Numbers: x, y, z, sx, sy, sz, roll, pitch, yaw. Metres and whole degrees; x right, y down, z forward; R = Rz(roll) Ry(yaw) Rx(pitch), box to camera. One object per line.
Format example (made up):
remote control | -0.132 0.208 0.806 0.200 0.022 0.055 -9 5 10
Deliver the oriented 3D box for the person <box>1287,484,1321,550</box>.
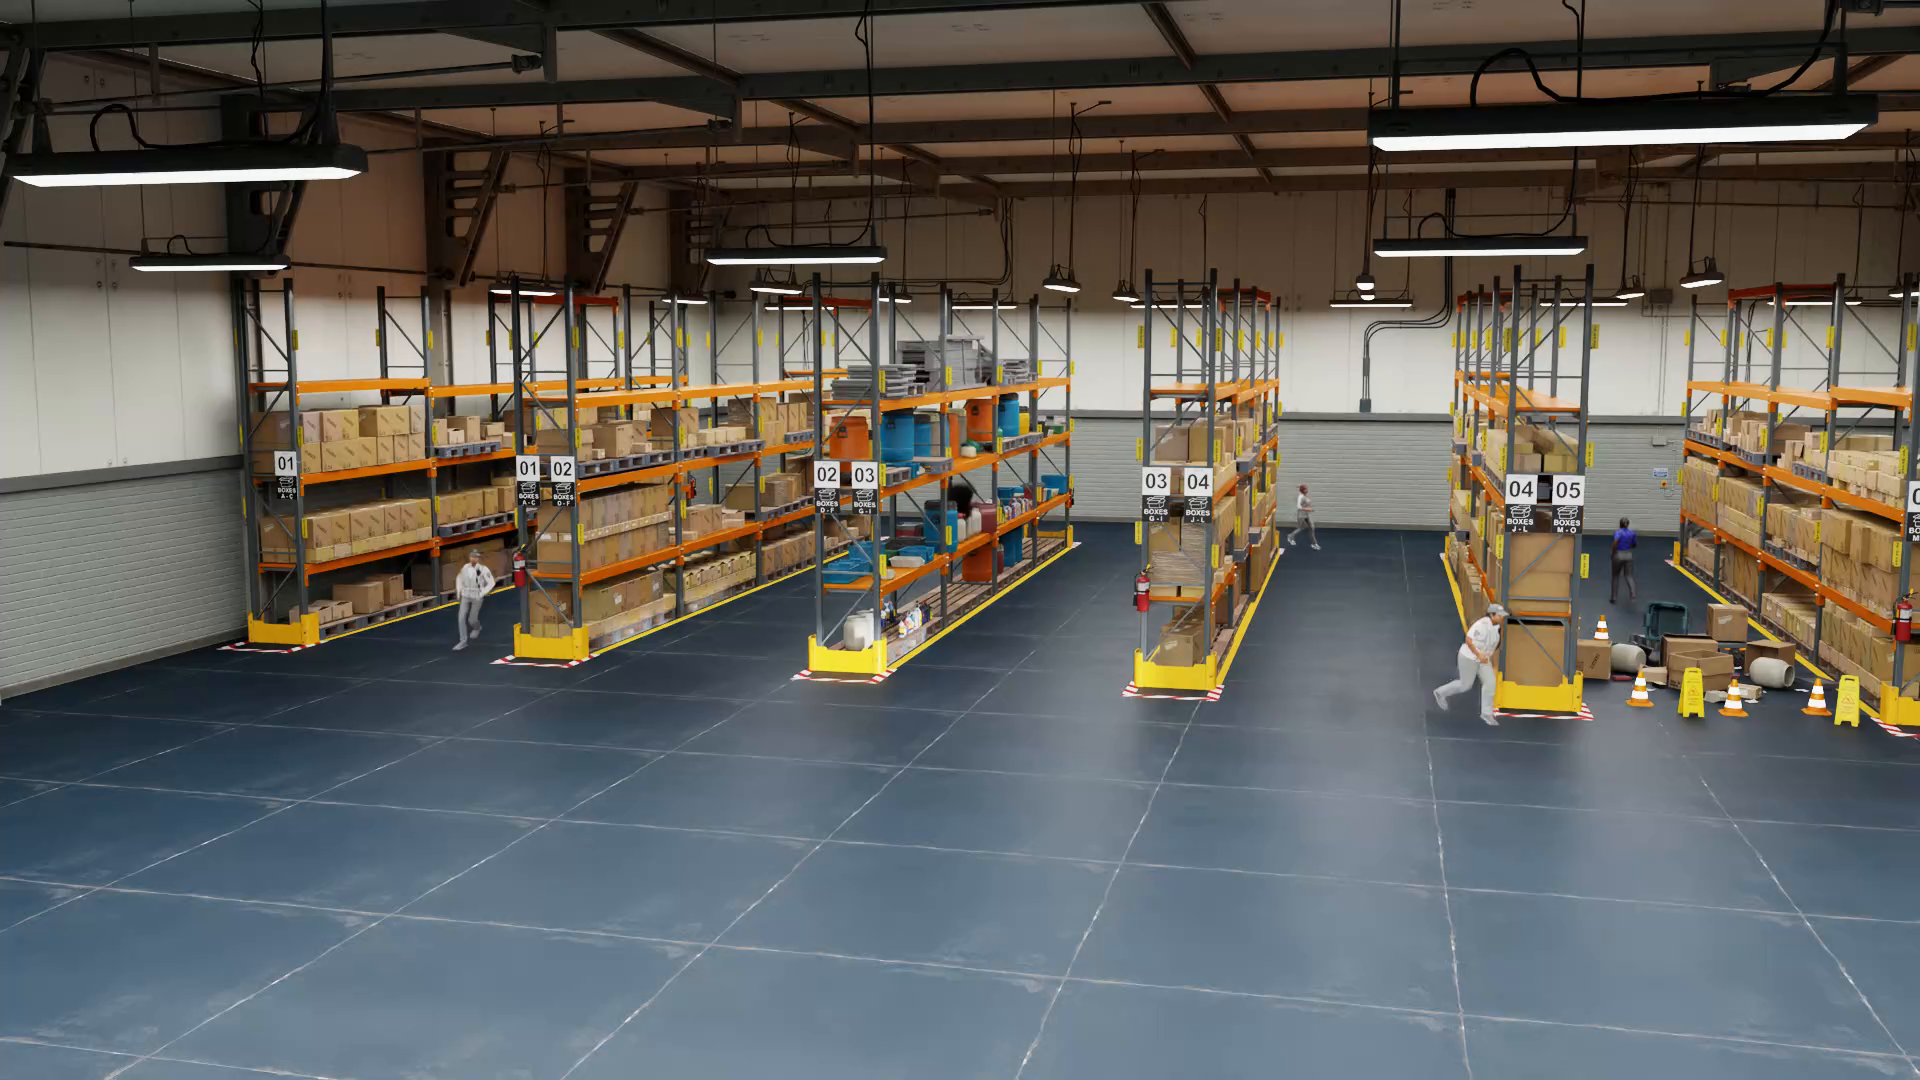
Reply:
person | 8.209 -0.564 39.937 0.859 1.577 0.569 6 9 39

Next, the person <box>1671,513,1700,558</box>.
person | 16.760 -0.397 38.141 0.776 1.718 0.644 4 8 29

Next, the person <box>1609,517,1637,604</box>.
person | 12.537 0.395 31.412 0.562 1.662 0.929 0 7 0

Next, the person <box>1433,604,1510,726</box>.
person | 6.768 1.611 22.001 1.013 1.620 0.632 6 9 42

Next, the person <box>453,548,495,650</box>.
person | -7.934 0.940 27.238 0.676 1.651 0.726 1 7 6
